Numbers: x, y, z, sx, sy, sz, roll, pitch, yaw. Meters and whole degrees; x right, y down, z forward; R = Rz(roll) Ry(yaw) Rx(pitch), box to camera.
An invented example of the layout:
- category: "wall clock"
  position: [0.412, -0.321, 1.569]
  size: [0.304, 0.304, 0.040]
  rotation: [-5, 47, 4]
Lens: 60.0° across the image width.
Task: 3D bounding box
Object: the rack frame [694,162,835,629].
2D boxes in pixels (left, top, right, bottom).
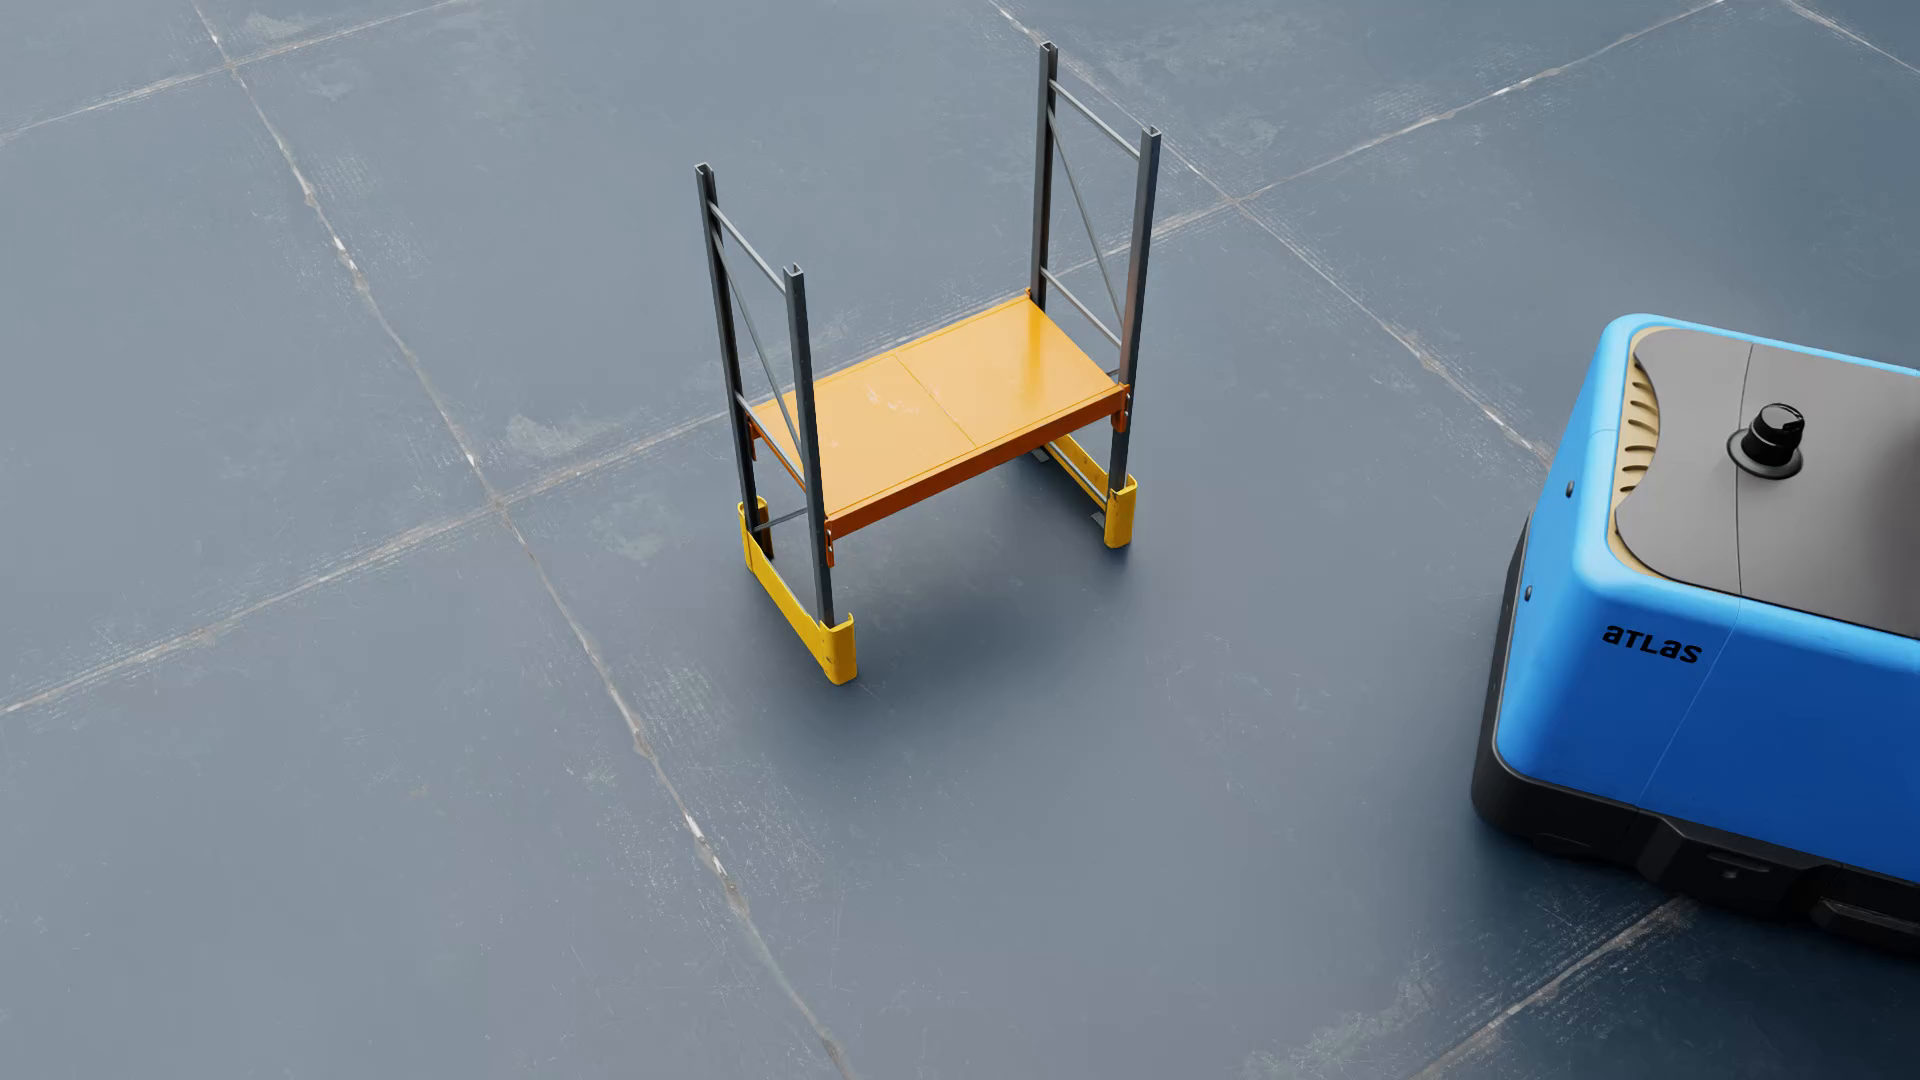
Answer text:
- category: "rack frame"
  position: [-0.502, -0.262, 4.479]
  size: [0.032, 1.500, 0.500]
  rotation: [-25, 53, -21]

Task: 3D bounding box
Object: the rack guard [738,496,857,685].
- category: "rack guard"
  position: [-0.486, 0.146, 4.953]
  size: [0.087, 0.250, 0.587]
  rotation: [-25, 53, -21]

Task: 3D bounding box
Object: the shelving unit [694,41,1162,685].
- category: "shelving unit"
  position: [-0.064, -0.468, 4.663]
  size: [1.083, 1.500, 0.587]
  rotation: [-25, 53, -21]

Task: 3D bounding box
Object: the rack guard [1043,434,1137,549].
- category: "rack guard"
  position: [0.357, -0.251, 5.306]
  size: [0.087, 0.250, 0.587]
  rotation: [-25, 53, -21]

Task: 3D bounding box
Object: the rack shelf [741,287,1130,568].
- category: "rack shelf"
  position: [-0.072, -0.345, 4.794]
  size: [1.000, 0.185, 0.538]
  rotation: [-25, 53, -21]

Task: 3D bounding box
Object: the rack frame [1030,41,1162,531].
- category: "rack frame"
  position: [0.358, -0.667, 4.840]
  size: [0.032, 1.500, 0.500]
  rotation: [-25, 53, -21]

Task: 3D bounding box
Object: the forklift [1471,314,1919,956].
- category: "forklift"
  position: [2.966, -0.170, 3.439]
  size: [3.031, 2.935, 1.130]
  rotation: [15, 50, 13]
